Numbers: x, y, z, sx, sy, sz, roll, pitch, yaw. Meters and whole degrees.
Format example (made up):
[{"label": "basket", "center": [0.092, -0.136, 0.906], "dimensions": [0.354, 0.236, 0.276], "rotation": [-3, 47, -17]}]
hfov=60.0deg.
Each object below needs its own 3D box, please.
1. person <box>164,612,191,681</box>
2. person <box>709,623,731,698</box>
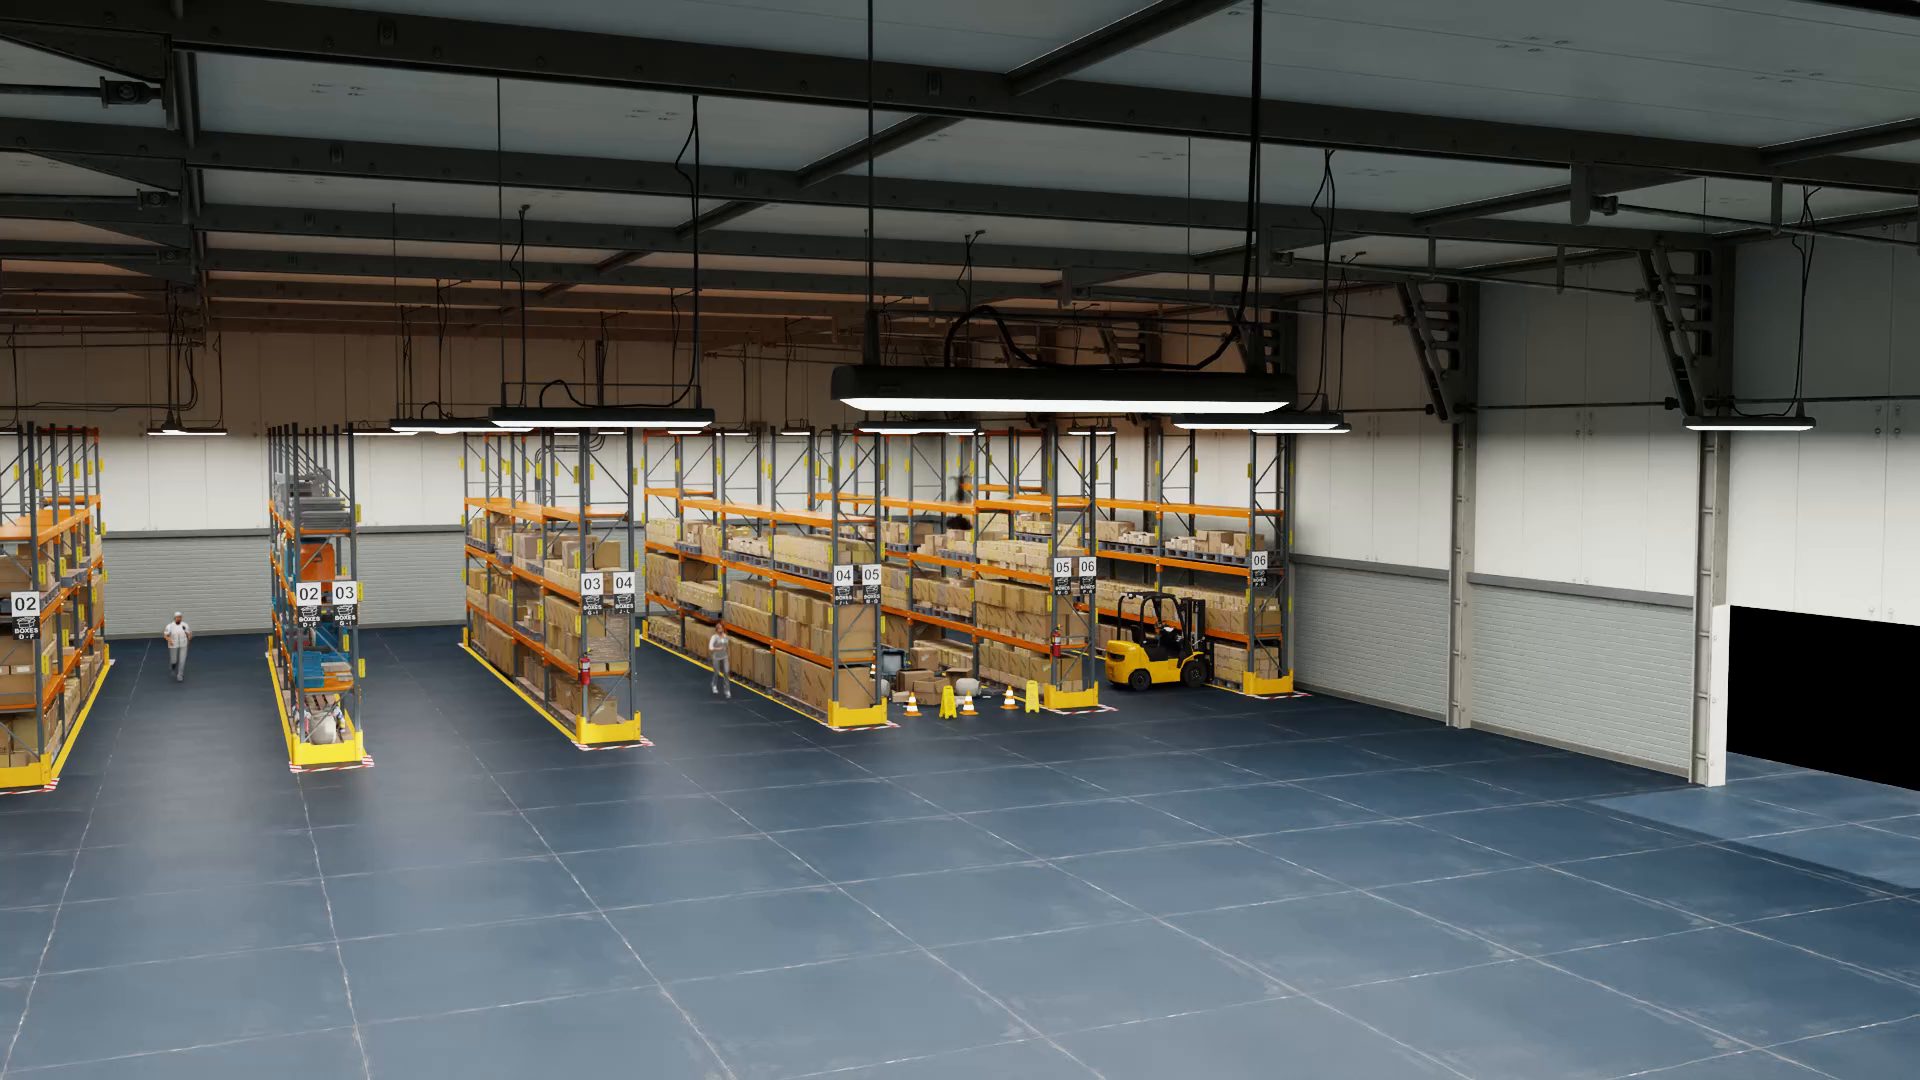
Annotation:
[{"label": "person", "center": [-18.463, 2.514, 39.277], "dimensions": [0.595, 1.622, 0.561], "rotation": [-2, 4, -32]}, {"label": "person", "center": [-5.327, 2.652, 36.844], "dimensions": [0.530, 1.622, 0.825], "rotation": [-2, 4, -27]}]
